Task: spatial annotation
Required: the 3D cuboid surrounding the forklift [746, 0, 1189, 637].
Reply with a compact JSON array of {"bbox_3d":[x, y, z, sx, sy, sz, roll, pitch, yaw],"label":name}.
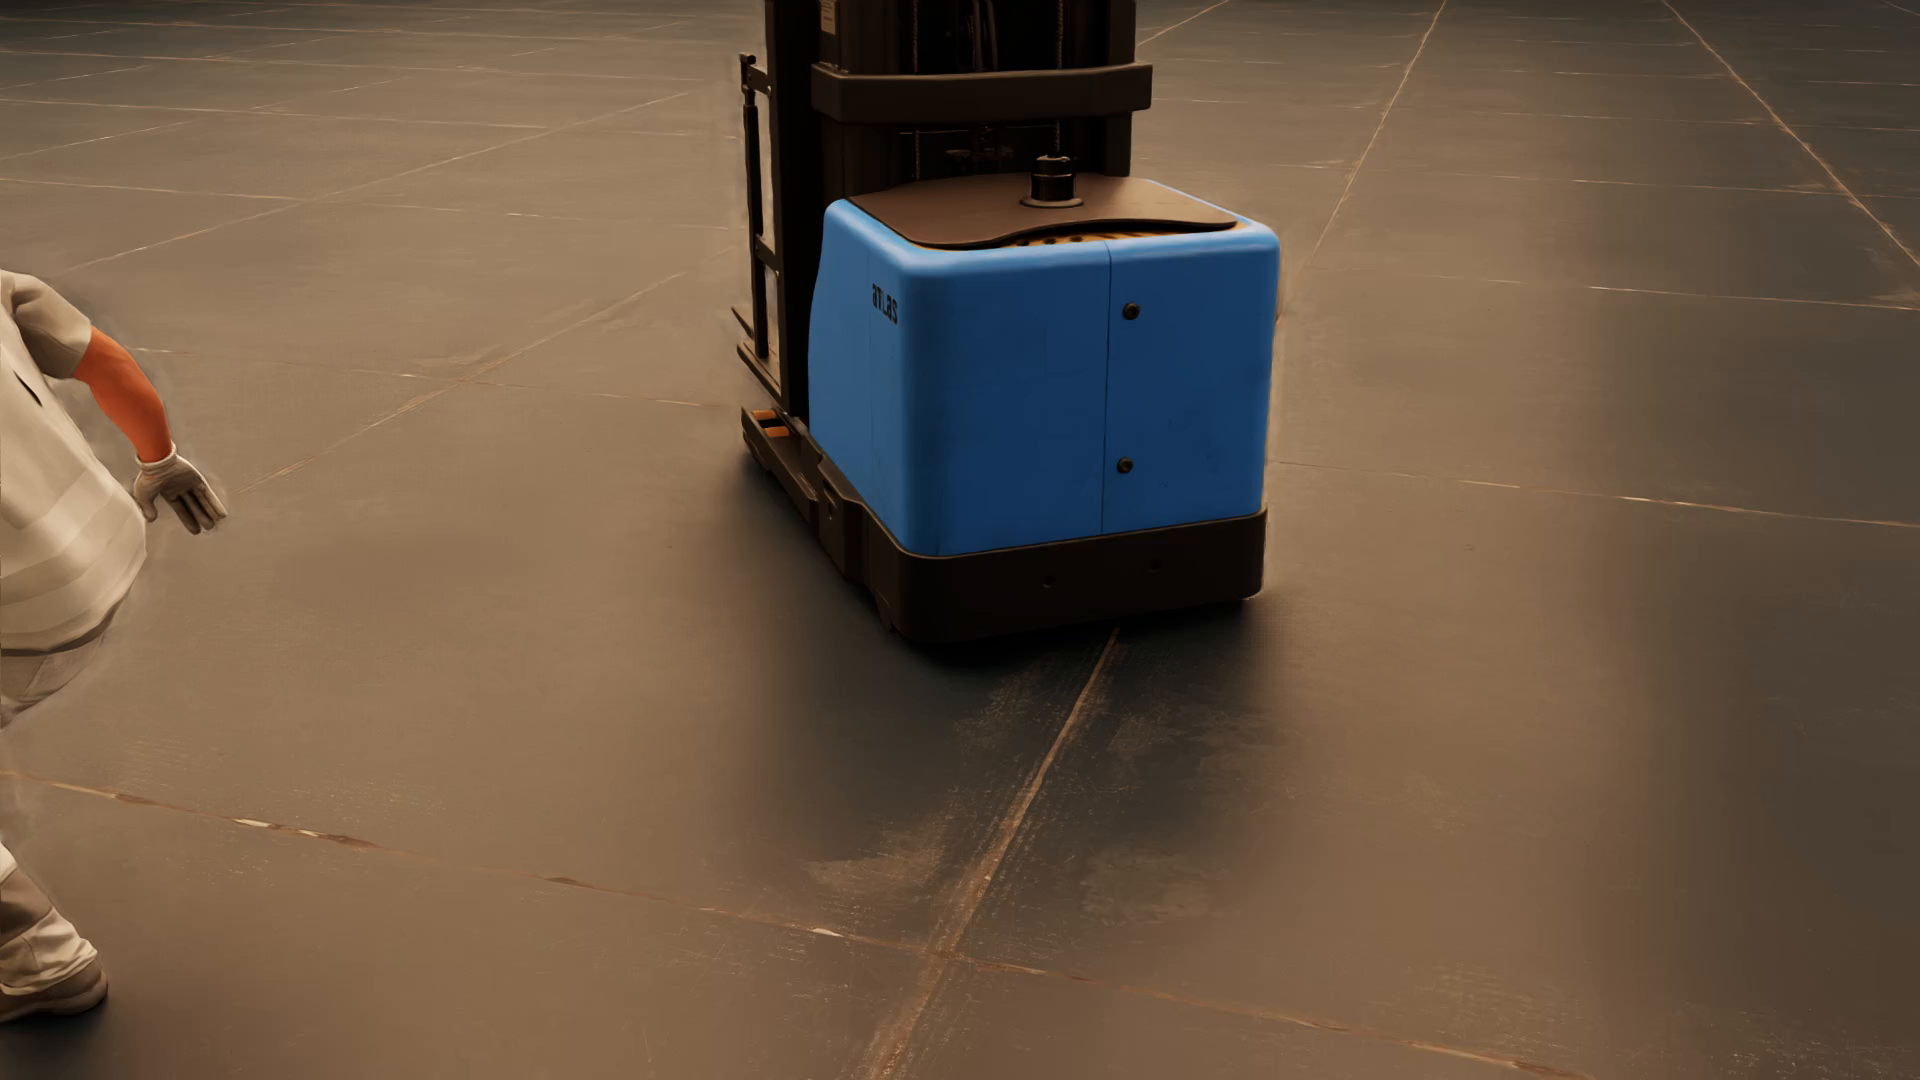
[{"bbox_3d":[0.174,-1.631,5.230,1.130,2.935,3.031,3,23,8],"label":"forklift"}]
